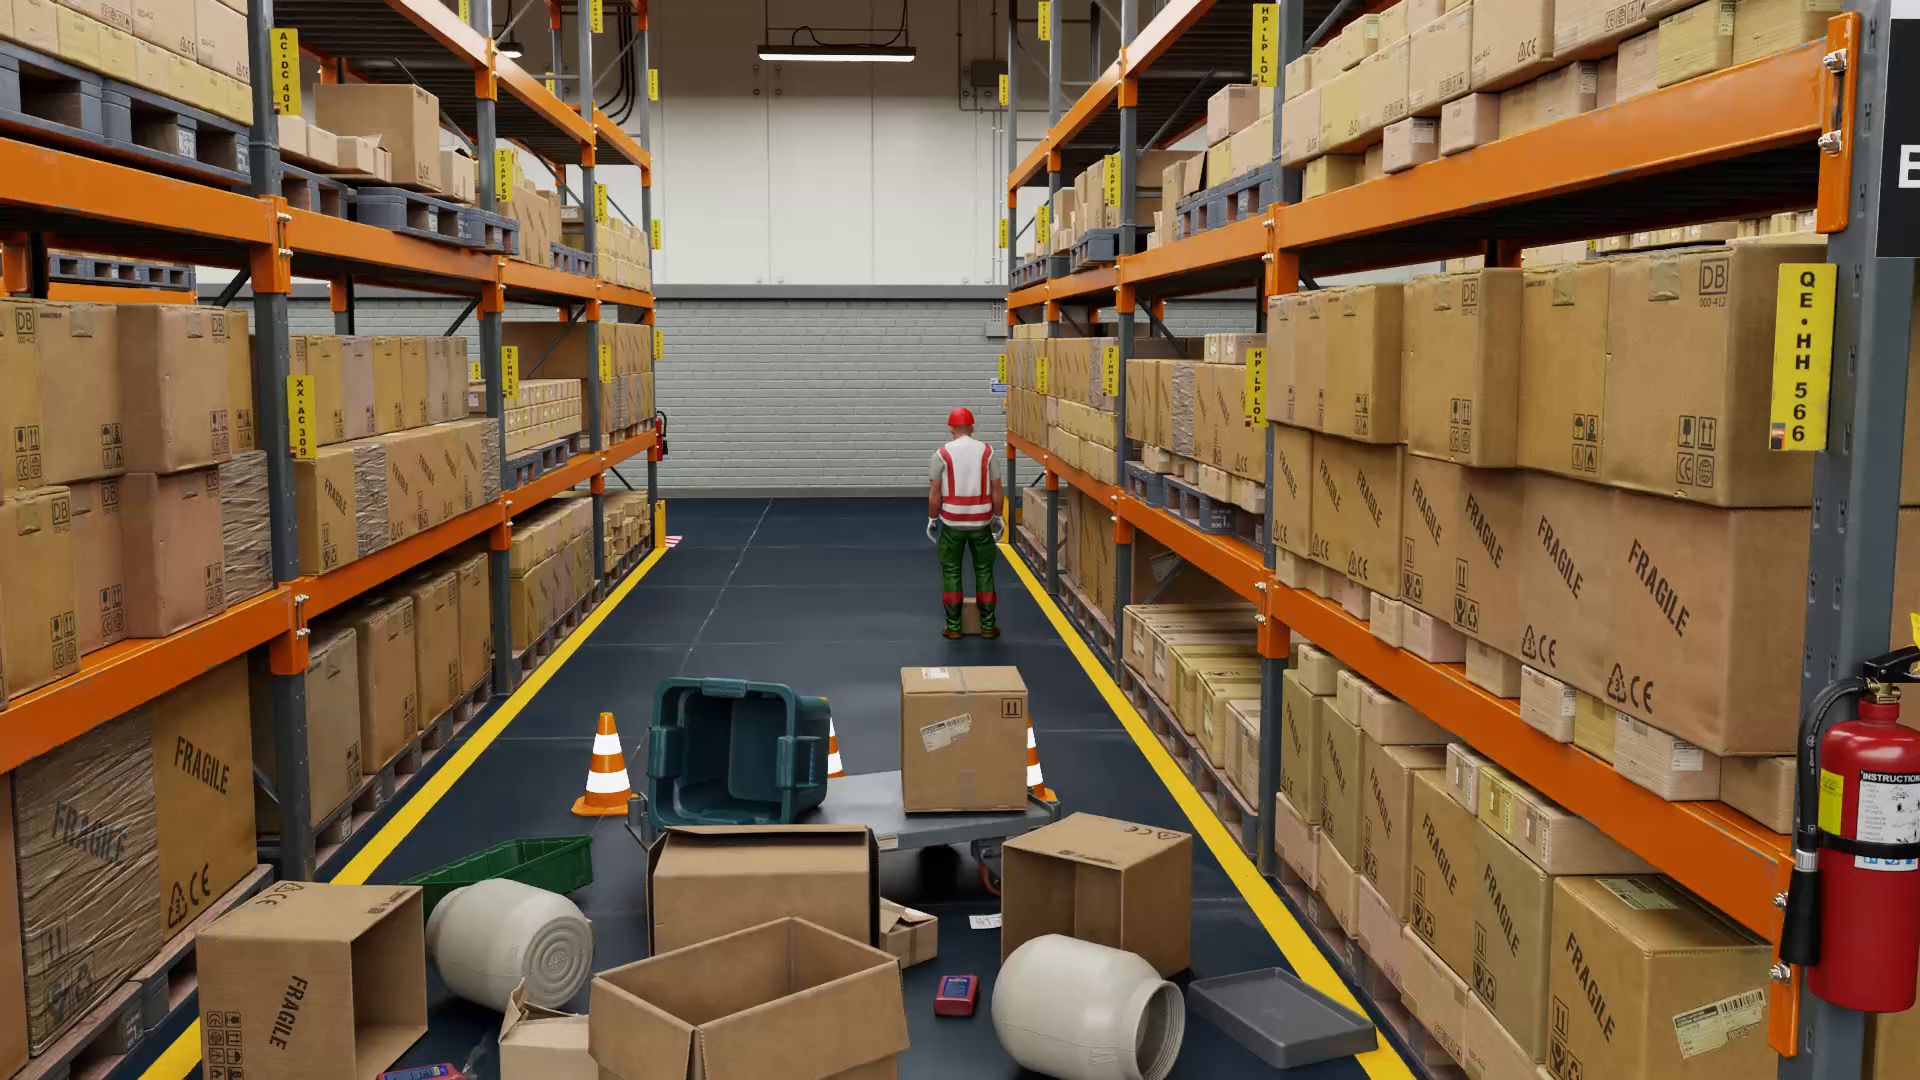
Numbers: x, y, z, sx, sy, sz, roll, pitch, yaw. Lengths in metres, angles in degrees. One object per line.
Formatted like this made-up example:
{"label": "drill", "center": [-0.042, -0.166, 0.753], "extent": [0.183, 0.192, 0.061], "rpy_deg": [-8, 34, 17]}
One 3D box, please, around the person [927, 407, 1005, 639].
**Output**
{"label": "person", "center": [0.045, -0.133, 12.804], "extent": [0.609, 1.777, 0.453], "rpy_deg": [-1, 7, -7]}
